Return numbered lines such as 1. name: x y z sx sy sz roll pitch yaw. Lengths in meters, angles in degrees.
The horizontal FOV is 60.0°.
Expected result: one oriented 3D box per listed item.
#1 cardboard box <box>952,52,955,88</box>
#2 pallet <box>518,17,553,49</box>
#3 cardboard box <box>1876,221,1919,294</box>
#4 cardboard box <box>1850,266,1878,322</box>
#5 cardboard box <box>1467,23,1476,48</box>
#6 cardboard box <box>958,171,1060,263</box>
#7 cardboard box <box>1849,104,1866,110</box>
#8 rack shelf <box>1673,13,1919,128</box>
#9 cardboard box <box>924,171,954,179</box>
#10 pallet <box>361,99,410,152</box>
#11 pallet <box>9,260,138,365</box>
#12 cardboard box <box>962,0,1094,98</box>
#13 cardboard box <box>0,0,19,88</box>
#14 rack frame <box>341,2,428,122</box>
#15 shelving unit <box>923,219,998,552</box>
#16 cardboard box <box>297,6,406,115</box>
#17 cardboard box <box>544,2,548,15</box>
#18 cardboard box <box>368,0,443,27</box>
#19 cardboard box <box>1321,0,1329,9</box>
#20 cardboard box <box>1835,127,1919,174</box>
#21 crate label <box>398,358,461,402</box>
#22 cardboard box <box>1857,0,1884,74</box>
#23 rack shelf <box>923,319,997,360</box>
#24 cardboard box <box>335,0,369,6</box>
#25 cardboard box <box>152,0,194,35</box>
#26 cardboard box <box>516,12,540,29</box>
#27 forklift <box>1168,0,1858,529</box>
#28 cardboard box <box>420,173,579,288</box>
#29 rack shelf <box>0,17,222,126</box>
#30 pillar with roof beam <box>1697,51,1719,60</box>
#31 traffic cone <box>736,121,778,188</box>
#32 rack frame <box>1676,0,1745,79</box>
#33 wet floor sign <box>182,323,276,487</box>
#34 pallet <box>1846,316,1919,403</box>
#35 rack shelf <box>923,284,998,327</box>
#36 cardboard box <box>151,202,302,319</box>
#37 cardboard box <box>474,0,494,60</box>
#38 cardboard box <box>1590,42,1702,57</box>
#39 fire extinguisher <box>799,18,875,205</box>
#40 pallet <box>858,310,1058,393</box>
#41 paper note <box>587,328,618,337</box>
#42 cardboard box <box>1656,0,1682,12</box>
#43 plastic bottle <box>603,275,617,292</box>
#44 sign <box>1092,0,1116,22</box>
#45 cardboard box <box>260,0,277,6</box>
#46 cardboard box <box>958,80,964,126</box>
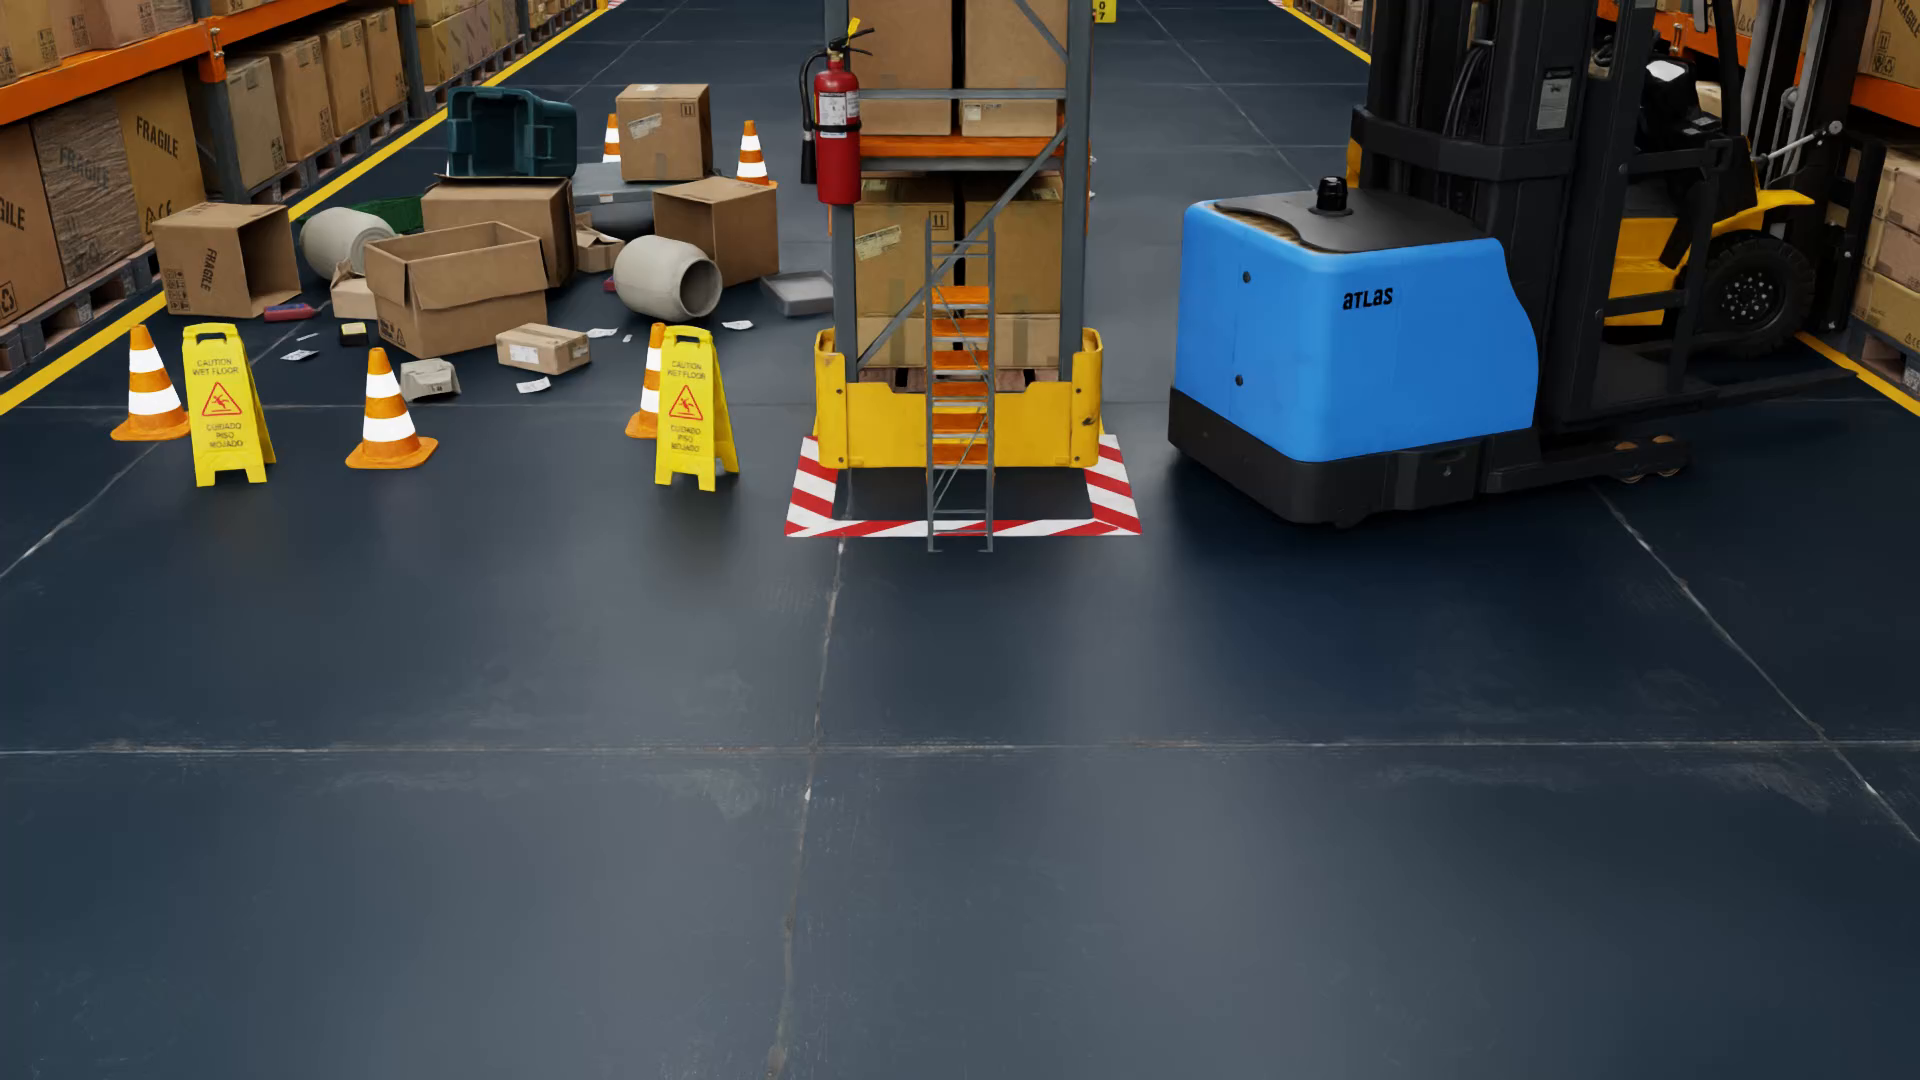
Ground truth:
1. cardboard box: -0.214 -2.165 7.702 0.380 0.149 0.250 0 24 0
2. pallet: -5.128 -5.592 18.357 1.003 0.211 1.213 0 24 -1
3. cardboard box: 4.645 -1.301 7.706 0.500 0.250 0.500 0 24 -1
4. cardboard box: 4.644 -1.270 8.246 0.500 0.250 0.500 0 24 0
5. cardboard box: 4.651 -4.251 14.532 0.500 0.500 0.500 0 24 1
6. cardboard box: 0.251 -1.544 7.940 0.500 0.500 0.500 -1 24 -3
7. cardboard box: 5.133 -2.360 9.442 0.500 0.250 0.500 -1 24 -1
8. rack shelf: 4.936 -2.225 8.402 1.077 0.370 4.000 0 24 -1
9. cardboard box: -0.284 -1.529 7.907 0.500 0.500 0.500 1 24 1
10. pallet: -5.108 -3.341 13.382 1.003 0.211 1.213 0 24 -1
11. pallet: -5.052 -1.201 8.649 1.003 0.211 1.213 0 24 -1
12. cardboard box: 0.266 -2.082 6.731 0.500 0.500 0.500 -1 24 -1
13. cardboard box: -4.912 -2.320 7.557 0.875 0.550 0.550 0 24 -1
14. rack frame: -5.042 -4.937 13.526 1.000 3.000 0.127 0 24 -1
15. shelving unit: 0.000 -0.541 5.989 0.258 1.200 0.189 0 24 -1
16. cardboard box: -5.125 -3.852 13.348 1.050 0.750 0.750 -1 24 -1
17. cardboard box: -4.916 -6.056 18.951 0.380 0.149 0.250 -1 24 -3
18. cardboard box: -4.807 -4.617 14.431 0.500 0.250 0.500 -1 24 -3
19. cardboard box: 4.571 -6.551 19.618 0.500 0.500 0.500 0 24 0
20. cardboard box: 4.616 -1.938 8.509 0.500 0.250 0.500 -1 24 -2
21. crate label: -2.477 -0.750 7.743 0.250 0.136 0.298 -14 28 -28
22. cardboard box: 4.671 -2.608 8.254 0.500 0.500 0.500 0 24 0
23. rack shelf: 0.000 -0.719 5.909 0.258 0.103 0.180 0 24 -1
24. cardboard box: -5.311 -4.612 14.421 0.500 0.250 0.500 -1 24 -2
25. cardboard box: -4.982 -3.205 9.515 0.875 0.550 0.550 0 24 -1
26. cardboard box: -4.768 -5.629 18.007 0.380 0.149 0.250 -1 24 -3
27. forklift: 2.442 -1.756 6.575 3.031 2.935 1.130 -10 26 -21
28. cardboard box: -2.575 -1.727 9.293 0.797 0.637 0.503 0 24 -1
29. rack shelf: -4.976 -2.137 8.208 1.077 0.370 4.000 0 24 -1
30. pillar with roof beam: 1.481 -7.206 11.263 9.100 9.000 0.400 0 24 -1
31. traffic cone: -1.463 -2.702 11.662 0.336 0.463 0.334 0 24 -1
32. rack frame: 4.914 -3.377 10.076 1.000 3.000 0.127 0 24 -1
33. wet floor sign: -2.974 -0.565 6.716 0.267 0.644 0.232 -4 25 -10
34. pallet: 4.907 -0.773 7.703 1.003 0.211 1.213 0 24 -1
35. rack shelf: 0.000 -0.828 5.859 0.258 0.103 0.180 0 24 -1
36. cardboard box: -3.955 -1.516 8.993 0.500 0.500 0.500 4 25 9
37. cardboard box: -4.819 -4.911 15.993 0.500 0.500 0.500 -1 24 -2
38. cardboard box: 4.886 -3.331 12.346 0.875 0.625 0.625 -1 24 -3
39. fire extinguisher: -0.465 -1.620 6.286 0.296 0.674 0.183 0 24 -1
40. pallet: 0.020 -0.800 7.763 1.003 0.211 1.213 0 24 -1
41. paper note: -1.866 -1.078 8.610 0.148 0.019 0.142 8 26 18
42. cardboard box: 4.647 -3.515 10.564 0.500 0.250 0.500 0 24 1
43. plastic bottle: -1.911 -1.474 9.434 0.133 0.061 0.283 4 25 9
44. sign: 0.537 -2.102 6.206 0.100 0.325 0.005 0 24 -1
45. cardboard box: -4.741 -3.760 10.803 0.500 0.500 0.500 0 24 0
46. cardboard box: 0.180 -1.835 6.972 0.380 0.149 0.250 0 24 0
